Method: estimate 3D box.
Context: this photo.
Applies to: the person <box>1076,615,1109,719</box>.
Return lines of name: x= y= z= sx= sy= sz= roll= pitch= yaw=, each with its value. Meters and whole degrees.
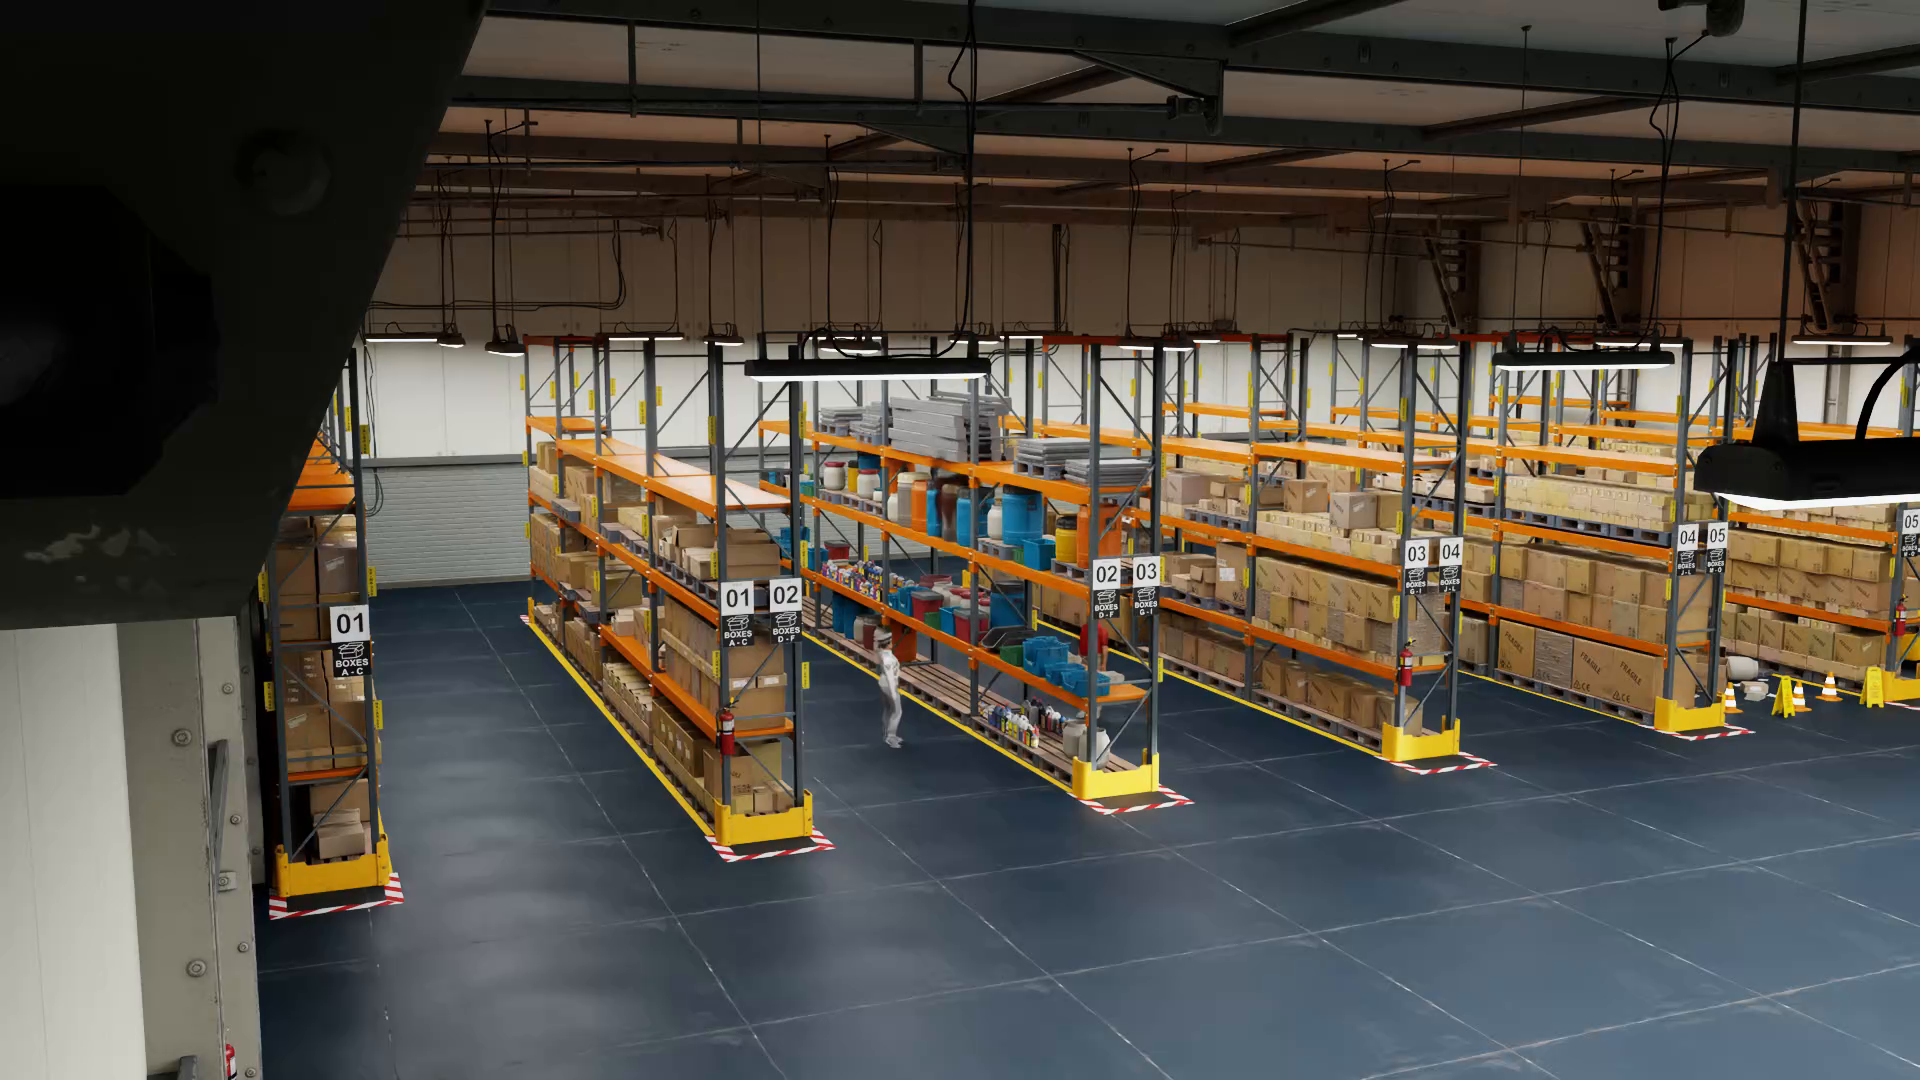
person: x=2.081 y=1.959 z=26.327 sx=0.547 sy=1.738 sz=0.410 roll=6 pitch=10 yaw=40

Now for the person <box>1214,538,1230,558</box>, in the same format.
person: x=5.541 y=0.811 z=35.156 sx=0.493 sy=1.723 sz=0.537 roll=-5 pitch=9 yaw=-33

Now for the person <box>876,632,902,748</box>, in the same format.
person: x=-1.057 y=2.232 z=24.812 sx=0.395 sy=1.747 sz=0.546 roll=-1 pitch=8 yaw=-9

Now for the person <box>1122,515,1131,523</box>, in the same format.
person: x=4.158 y=0.010 z=41.364 sx=0.542 sy=1.631 sz=0.992 roll=3 pitch=8 yaw=19
